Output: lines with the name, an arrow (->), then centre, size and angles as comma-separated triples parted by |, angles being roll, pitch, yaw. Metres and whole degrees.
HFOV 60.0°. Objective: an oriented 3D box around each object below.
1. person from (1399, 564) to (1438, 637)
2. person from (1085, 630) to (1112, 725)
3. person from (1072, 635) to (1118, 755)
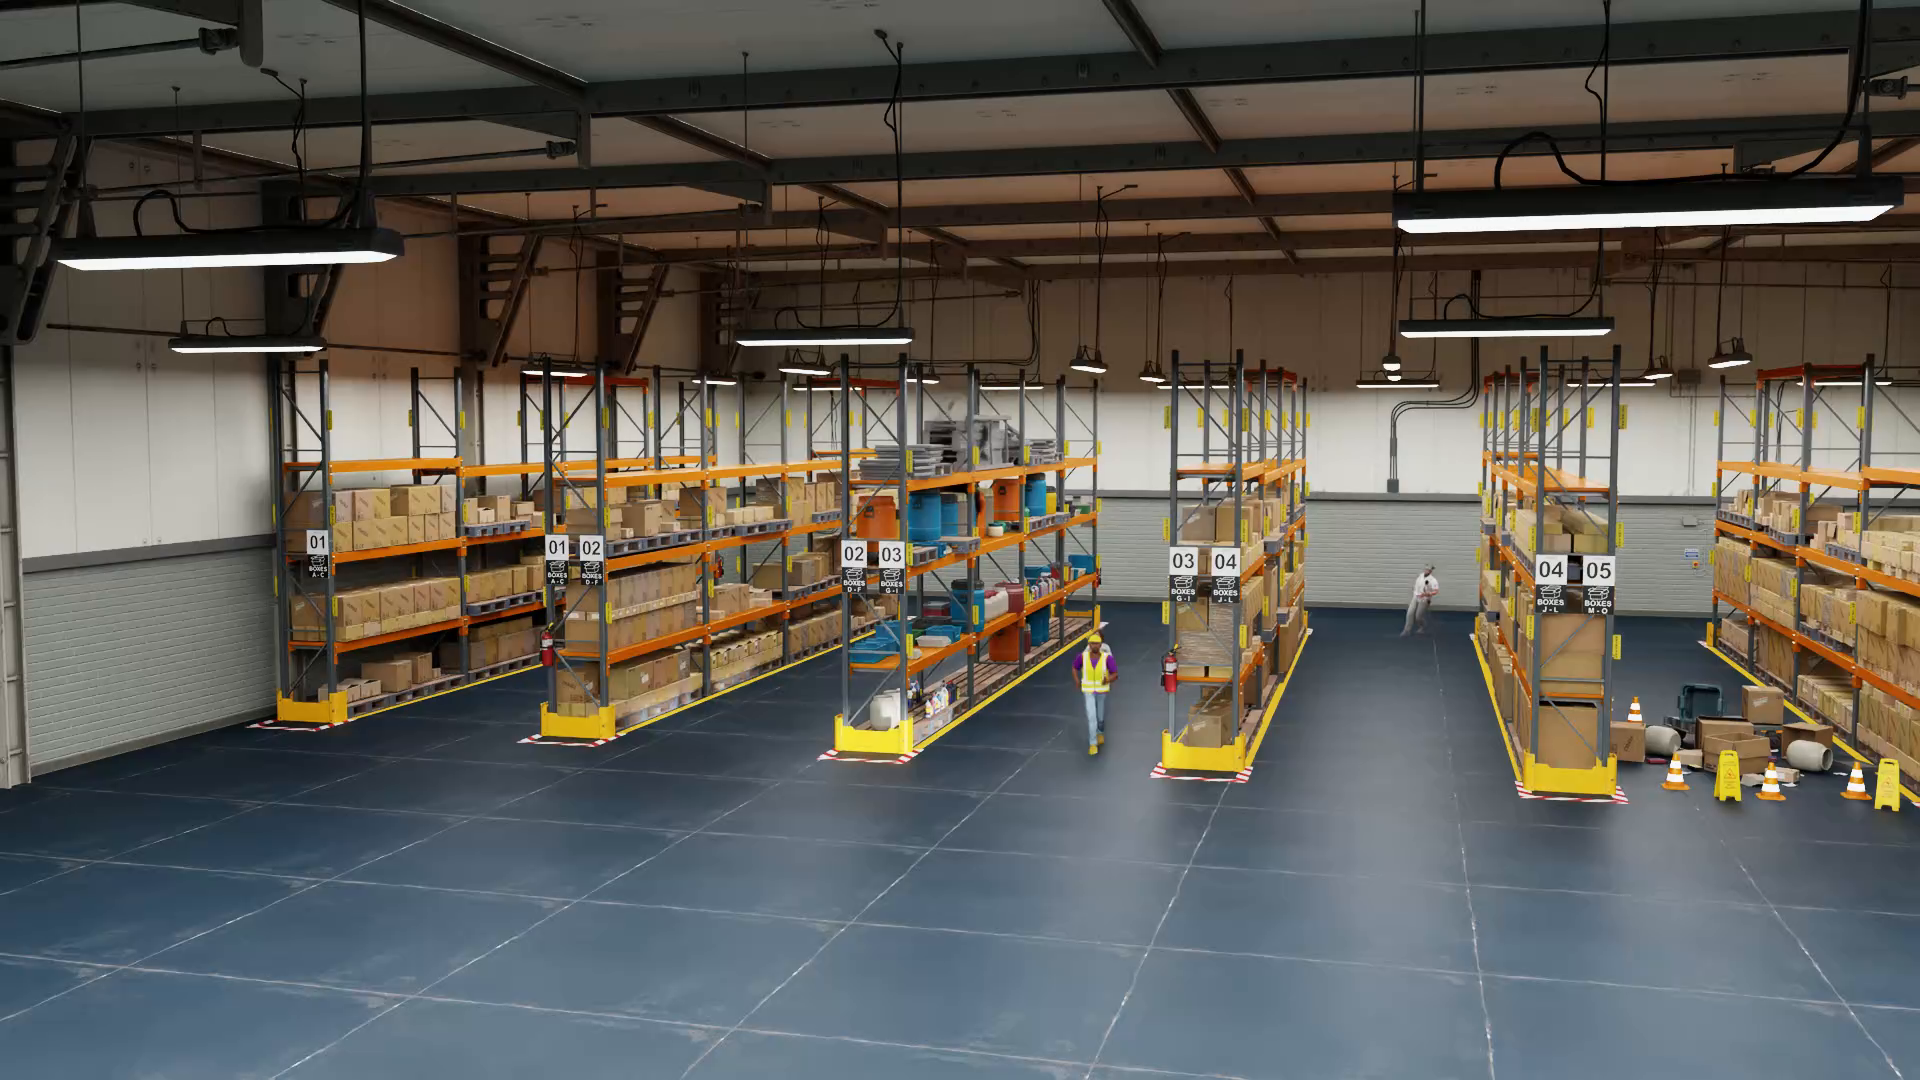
person -> 10.691, 1.389, 38.465 | 0.795, 1.710, 0.750 | -3, 5, -36
person -> 2.256, 2.251, 27.353 | 0.547, 1.564, 0.768 | 0, 4, 6
person -> 2.042, 2.307, 25.192 | 0.701, 1.769, 0.827 | 0, 4, 5
